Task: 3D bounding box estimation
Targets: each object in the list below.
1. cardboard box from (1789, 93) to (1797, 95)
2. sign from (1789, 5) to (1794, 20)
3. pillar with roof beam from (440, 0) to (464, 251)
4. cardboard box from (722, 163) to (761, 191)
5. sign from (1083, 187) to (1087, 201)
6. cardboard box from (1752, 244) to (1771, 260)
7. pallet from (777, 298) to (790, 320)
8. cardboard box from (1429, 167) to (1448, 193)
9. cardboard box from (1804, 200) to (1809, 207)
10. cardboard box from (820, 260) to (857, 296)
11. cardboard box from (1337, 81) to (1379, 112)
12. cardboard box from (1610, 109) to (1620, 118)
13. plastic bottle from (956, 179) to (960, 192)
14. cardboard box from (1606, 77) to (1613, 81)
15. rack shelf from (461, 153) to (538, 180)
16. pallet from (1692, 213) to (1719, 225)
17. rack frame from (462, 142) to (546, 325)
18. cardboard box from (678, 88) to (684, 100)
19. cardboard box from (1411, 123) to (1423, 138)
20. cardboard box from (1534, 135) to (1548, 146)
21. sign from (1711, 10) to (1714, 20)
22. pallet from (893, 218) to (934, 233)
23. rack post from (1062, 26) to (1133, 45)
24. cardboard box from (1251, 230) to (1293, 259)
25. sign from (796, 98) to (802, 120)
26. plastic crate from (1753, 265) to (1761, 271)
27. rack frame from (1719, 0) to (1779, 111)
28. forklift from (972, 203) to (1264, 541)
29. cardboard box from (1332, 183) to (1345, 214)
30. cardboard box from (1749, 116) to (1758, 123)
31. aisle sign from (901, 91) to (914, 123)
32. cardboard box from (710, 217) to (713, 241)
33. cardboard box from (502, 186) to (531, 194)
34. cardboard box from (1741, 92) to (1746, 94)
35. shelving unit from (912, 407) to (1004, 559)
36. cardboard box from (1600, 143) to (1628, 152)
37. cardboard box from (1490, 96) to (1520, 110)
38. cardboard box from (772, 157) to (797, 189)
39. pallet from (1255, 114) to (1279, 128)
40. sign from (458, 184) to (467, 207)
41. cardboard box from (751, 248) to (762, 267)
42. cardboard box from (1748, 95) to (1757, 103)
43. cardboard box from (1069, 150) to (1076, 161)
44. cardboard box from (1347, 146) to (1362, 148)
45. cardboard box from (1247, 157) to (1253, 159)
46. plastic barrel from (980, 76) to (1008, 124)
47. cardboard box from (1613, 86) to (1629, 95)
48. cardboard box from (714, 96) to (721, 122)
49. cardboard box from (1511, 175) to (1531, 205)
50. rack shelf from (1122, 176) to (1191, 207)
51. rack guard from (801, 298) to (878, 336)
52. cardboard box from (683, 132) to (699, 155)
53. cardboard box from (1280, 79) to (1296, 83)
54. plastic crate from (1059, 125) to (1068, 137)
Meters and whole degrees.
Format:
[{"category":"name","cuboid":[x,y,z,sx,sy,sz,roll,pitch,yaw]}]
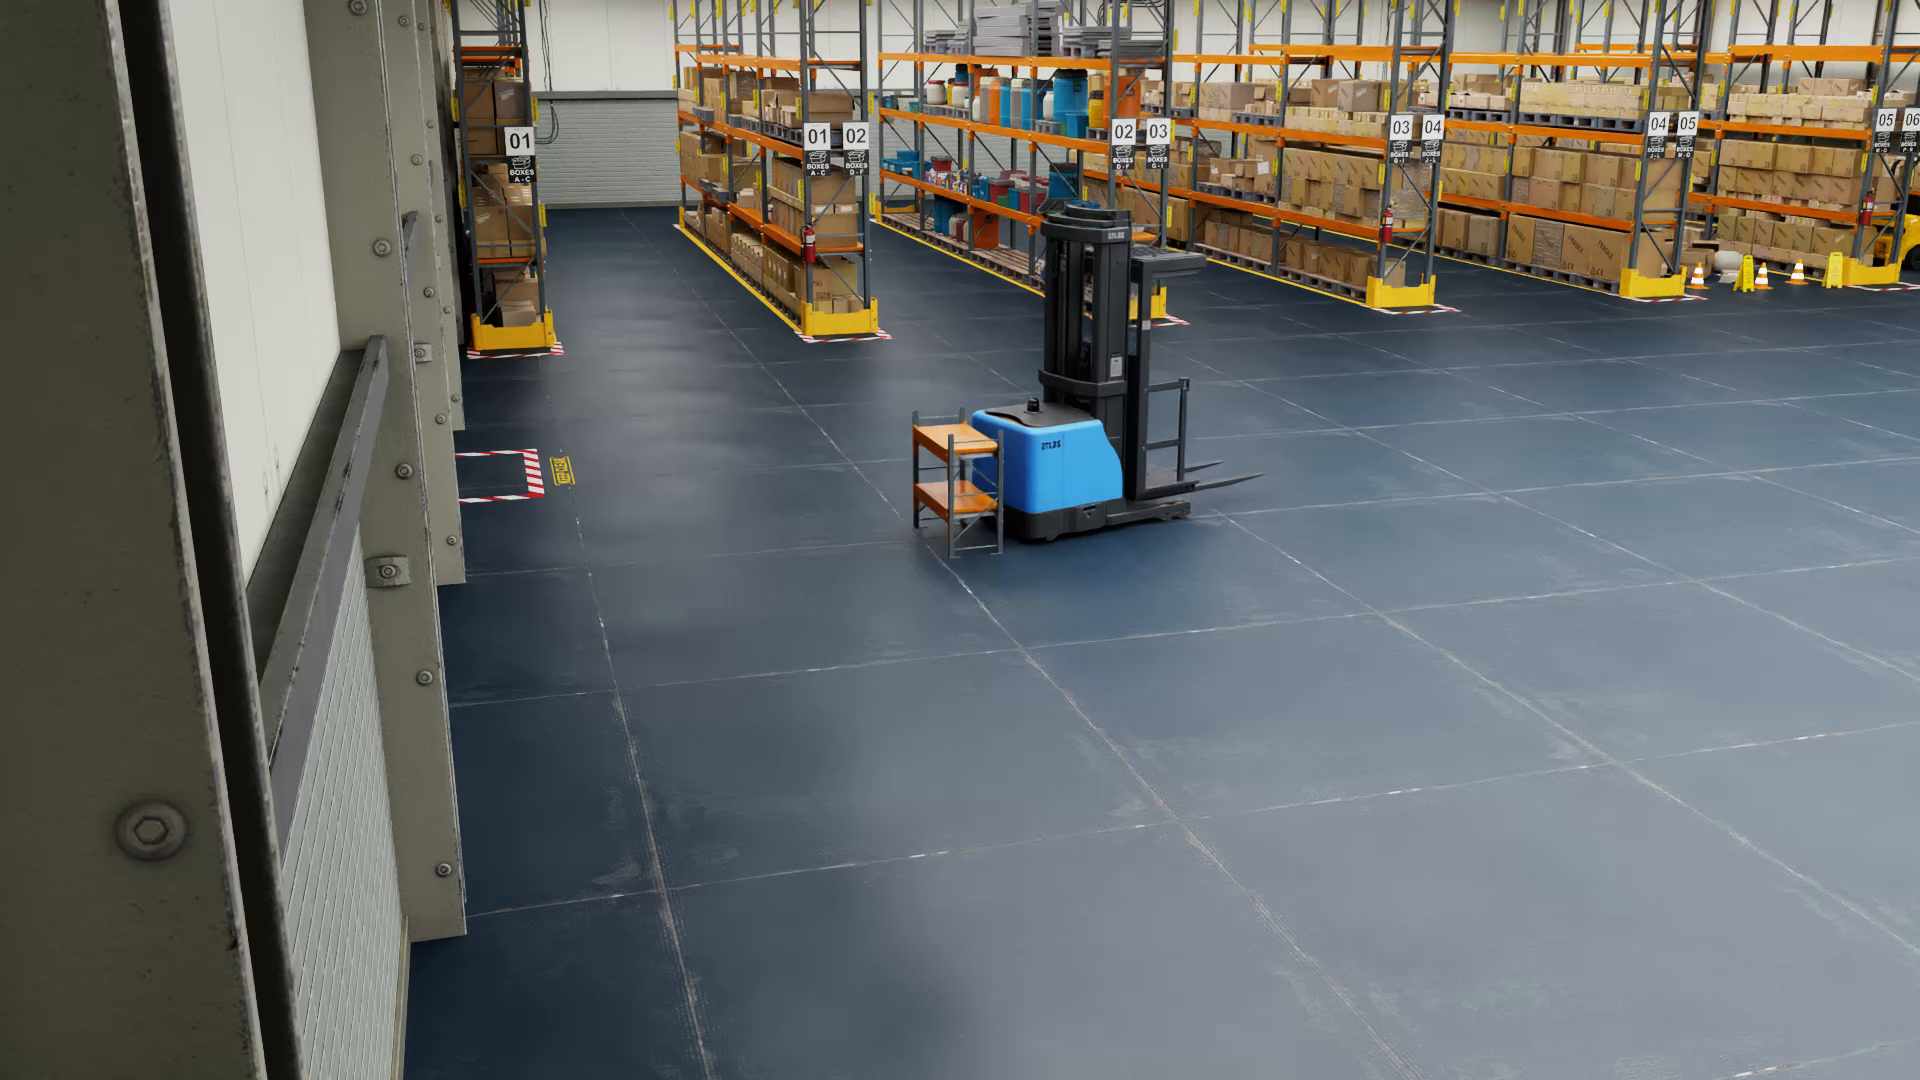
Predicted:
[{"category":"cardboard box","cuboid":[19.538,-10.329,38.709,0.380,0.166,0.250,-5,17,-15]},{"category":"sign","cuboid":[19.215,-12.188,38.422,0.100,0.325,0.005,-5,17,-15]},{"category":"pillar with roof beam","cuboid":[-6.838,-10.969,36.124,9.100,9.000,0.400,-5,17,-15]},{"category":"cardboard box","cuboid":[-4.373,-7.331,33.536,0.700,0.500,0.500,-12,20,-34]},{"category":"sign","cuboid":[2.303,-6.373,30.772,0.100,0.325,0.005,-5,17,-15]},{"category":"cardboard box","cuboid":[16.270,-5.782,33.334,0.500,0.250,0.500,-5,17,-16]},{"category":"pallet","cuboid":[-2.476,-3.913,27.910,1.003,0.211,1.213,-5,17,-15]},{"category":"cardboard box","cuboid":[10.375,-7.685,35.446,0.500,0.500,0.500,-5,17,-15]},{"category":"cardboard box","cuboid":[16.591,-6.520,32.178,0.380,0.149,0.250,-4,17,-14]},{"category":"cardboard box","cuboid":[-1.966,-4.251,26.933,0.500,0.500,0.500,-5,17,-15]},{"category":"cardboard box","cuboid":[6.963,-7.761,29.098,0.500,0.500,0.500,-5,17,-15]},{"category":"cardboard box","cuboid":[11.872,-7.621,29.725,0.380,0.149,0.250,-4,17,-14]},{"category":"plastic bottle","cuboid":[-0.034,-7.528,35.322,0.097,0.271,0.097,0,17,0]},{"category":"cardboard box","cuboid":[17.689,-12.412,45.018,0.500,0.250,0.500,-5,17,-16]},{"category":"rack shelf","cuboid":[-7.205,-5.956,25.900,1.077,0.370,4.000,-5,17,-15]},{"category":"pallet","cuboid":[19.233,-8.086,41.803,1.003,0.211,1.213,-5,17,-15]},{"category":"rack frame","cuboid":[-6.655,-4.311,24.387,1.000,3.000,0.127,-5,17,-15]},{"category":"cardboard box","cuboid":[-6.400,-10.571,39.404,0.500,0.250,0.500,-5,17,-15]},{"category":"cardboard box","cuboid":[7.749,-7.004,28.399,0.500,0.250,0.500,-4,17,-14]},{"category":"cardboard box","cuboid":[14.158,-9.551,39.919,0.500,0.500,0.500,-5,17,-16]},{"category":"sign","cuboid":[19.167,-13.424,42.397,0.100,0.325,0.005,-5,17,-15]},{"category":"pallet","cuboid":[-1.006,-7.616,40.238,1.003,0.211,1.213,-5,17,-15]},{"category":"rack post","cuboid":[2.308,-8.464,27.918,0.937,0.300,0.954,-5,17,-16]},{"category":"cardboard box","cuboid":[6.272,-5.910,33.293,0.700,0.500,0.500,-5,17,-16]},{"category":"sign","cuboid":[-2.419,-6.487,25.016,0.100,0.325,0.005,-5,17,-15]},{"category":"plastic crate","cuboid":[15.705,-5.478,33.348,0.402,0.080,0.583,-12,20,-34]},{"category":"rack frame","cuboid":[16.062,-10.249,33.726,1.000,3.000,0.127,-5,17,-15]},{"category":"forklift","cuboid":[1.610,-1.697,15.805,3.031,2.935,1.130,-11,20,-32]},{"category":"cardboard box","cuboid":[7.159,-6.101,29.655,0.875,0.500,0.500,-5,17,-15]},{"category":"cardboard box","cuboid":[16.104,-8.449,33.387,0.380,0.149,0.250,-5,17,-15]},{"category":"aisle sign","cuboid":[-1.265,-10.808,41.497,0.394,0.787,0.004,-5,17,-15]},{"category":"cardboard box","cuboid":[-5.135,-6.736,36.043,0.500,0.500,0.500,-4,17,-14]},{"category":"cardboard box","cuboid":[-7.327,-5.608,27.627,0.500,0.500,0.500,-5,17,-15]},{"category":"cardboard box","cuboid":[19.174,-10.796,40.331,0.380,0.149,0.250,-5,17,-15]},{"category":"shelving unit","cuboid":[-0.028,-0.535,15.075,0.538,1.125,1.048,-6,18,-18]},{"category":"cardboard box","cuboid":[14.864,-8.731,37.680,0.500,0.500,0.500,-5,17,-17]},{"category":"cardboard box","cuboid":[10.982,-8.753,33.317,0.500,0.250,0.500,-5,17,-15]},{"category":"cardboard box","cuboid":[-2.865,-6.357,28.769,0.700,0.500,0.500,-5,17,-15]},{"category":"pallet","cuboid":[6.466,-8.118,32.173,1.213,0.211,1.003,-5,17,-15]},{"category":"sign","cuboid":[-7.195,-4.978,24.047,0.100,0.325,0.005,-5,17,-15]},{"category":"cardboard box","cuboid":[-3.529,-5.195,30.407,0.500,0.311,0.500,-4,17,-14]},{"category":"cardboard box","cuboid":[15.998,-8.817,33.226,0.380,0.149,0.250,-5,18,-17]},{"category":"cardboard box","cuboid":[3.108,-9.828,42.497,0.500,0.250,0.500,-5,17,-17]},{"category":"cardboard box","cuboid":[9.504,-9.365,39.885,0.380,0.149,0.250,-5,17,-17]},{"category":"cardboard box","cuboid":[7.806,-10.040,43.895,0.380,0.149,0.250,-5,17,-16]},{"category":"plastic barrel","cuboid":[0.689,-8.739,33.044,0.600,0.901,0.600,0,17,0]},{"category":"cardboard box","cuboid":[11.873,-8.003,29.612,0.380,0.149,0.250,-4,17,-14]},{"category":"cardboard box","cuboid":[-4.527,-8.804,33.956,0.910,0.500,0.500,-5,17,-15]},{"category":"cardboard box","cuboid":[11.443,-6.927,32.835,0.875,0.550,0.550,-5,17,-15]},{"category":"rack shelf","cuboid":[4.884,-7.907,37.610,1.077,0.370,4.000,-5,17,-15]},{"category":"rack guard","cuboid":[-1.887,-3.500,26.031,1.175,0.500,0.348,-5,17,-15]},{"category":"cardboard box","cuboid":[-6.271,-9.368,39.312,0.500,0.500,0.500,-5,17,-15]},{"category":"cardboard box","cuboid":[8.301,-11.531,41.908,0.380,0.149,0.250,-4,17,-13]},{"category":"plastic crate","cuboid":[1.943,-7.078,28.752,0.336,0.188,0.450,-5,17,-15]}]
